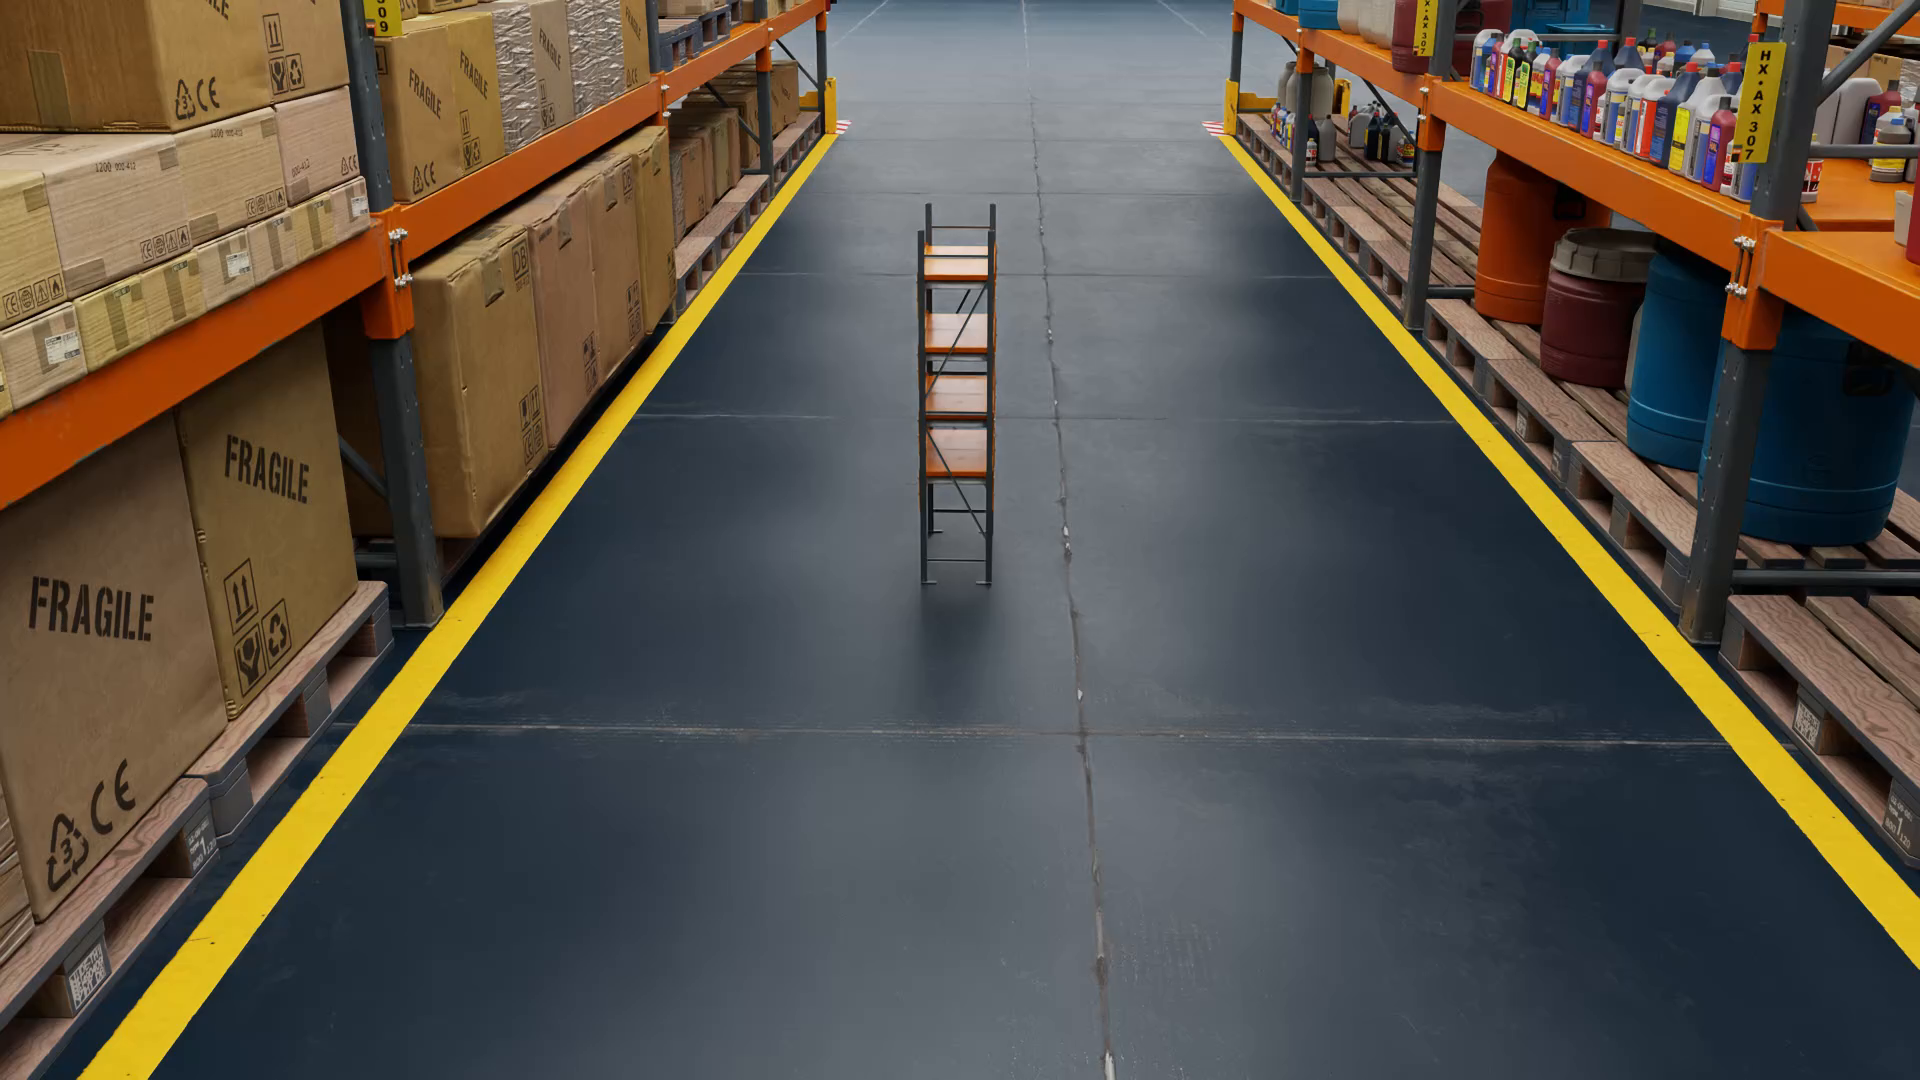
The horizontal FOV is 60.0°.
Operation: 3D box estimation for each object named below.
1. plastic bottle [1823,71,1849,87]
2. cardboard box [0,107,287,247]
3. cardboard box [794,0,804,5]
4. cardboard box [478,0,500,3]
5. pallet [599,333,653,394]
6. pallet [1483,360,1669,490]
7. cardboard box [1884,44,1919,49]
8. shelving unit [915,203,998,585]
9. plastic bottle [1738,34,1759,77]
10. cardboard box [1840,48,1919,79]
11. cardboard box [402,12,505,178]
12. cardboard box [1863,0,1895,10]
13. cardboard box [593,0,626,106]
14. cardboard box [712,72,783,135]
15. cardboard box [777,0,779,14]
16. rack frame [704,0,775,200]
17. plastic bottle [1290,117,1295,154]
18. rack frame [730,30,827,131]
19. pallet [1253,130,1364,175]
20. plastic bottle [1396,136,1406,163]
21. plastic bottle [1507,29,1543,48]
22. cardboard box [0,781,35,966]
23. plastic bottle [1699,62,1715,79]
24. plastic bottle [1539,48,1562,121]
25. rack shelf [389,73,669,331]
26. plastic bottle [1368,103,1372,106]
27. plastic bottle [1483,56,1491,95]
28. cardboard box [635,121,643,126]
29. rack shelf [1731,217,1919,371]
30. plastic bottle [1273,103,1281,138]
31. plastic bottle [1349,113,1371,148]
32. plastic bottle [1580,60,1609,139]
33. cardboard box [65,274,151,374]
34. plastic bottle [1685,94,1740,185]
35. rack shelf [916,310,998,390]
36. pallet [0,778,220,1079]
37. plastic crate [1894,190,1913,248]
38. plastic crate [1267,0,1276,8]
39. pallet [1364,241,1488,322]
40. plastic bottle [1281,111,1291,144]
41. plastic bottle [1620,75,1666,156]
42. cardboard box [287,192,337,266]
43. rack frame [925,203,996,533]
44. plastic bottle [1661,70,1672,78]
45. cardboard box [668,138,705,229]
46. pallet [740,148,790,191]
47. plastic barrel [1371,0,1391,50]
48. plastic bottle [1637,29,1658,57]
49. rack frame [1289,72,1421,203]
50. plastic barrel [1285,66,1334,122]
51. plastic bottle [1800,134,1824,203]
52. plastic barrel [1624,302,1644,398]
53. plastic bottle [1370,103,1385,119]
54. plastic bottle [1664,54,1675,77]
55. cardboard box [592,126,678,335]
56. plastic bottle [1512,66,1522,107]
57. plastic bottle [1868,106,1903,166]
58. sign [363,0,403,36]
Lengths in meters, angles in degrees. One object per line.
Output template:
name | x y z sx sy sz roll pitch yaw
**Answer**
plastic bottle | 3.207 -1.607 6.195 0.152 0.276 0.135 1 21 2
cardboard box | -1.939 -0.856 3.885 0.500 0.250 0.500 1 21 3
cardboard box | -1.552 -4.710 14.369 0.380 0.149 0.250 1 21 2
cardboard box | -2.127 -2.355 6.428 0.797 0.503 0.637 1 21 3
pallet | -2.152 -0.999 8.312 1.003 0.211 1.213 1 21 2
pallet | 2.876 -0.503 7.035 1.003 0.211 1.213 1 21 2
cardboard box | 8.358 -4.070 14.556 0.500 0.500 0.500 1 21 2
shelving unit | -0.005 -0.500 5.658 0.258 1.200 0.503 1 21 2
plastic bottle | 3.231 -1.885 6.808 0.144 0.351 0.185 1 21 2
cardboard box | 7.806 -3.895 14.106 0.500 0.500 0.500 1 21 2
cardboard box | -1.896 -1.529 5.685 0.500 0.500 0.500 1 21 2
cardboard box | 8.021 -4.684 13.815 0.700 0.500 0.500 1 21 3
cardboard box | -1.841 -2.269 7.591 0.500 0.500 0.500 0 21 1
cardboard box | -1.867 -3.838 14.649 0.500 0.500 0.500 3 21 7
cardboard box | -1.623 -4.168 12.971 0.380 0.149 0.250 1 21 2
rack frame | -1.931 -4.030 12.268 1.000 3.000 0.127 1 21 2
plastic bottle | 2.721 -3.279 13.479 0.061 0.283 0.133 2 21 5
rack frame | -1.809 -5.476 15.995 1.000 3.000 0.127 1 21 2
pallet | 3.116 -3.360 14.396 1.003 0.211 1.213 1 21 2
plastic bottle | 3.474 -3.060 13.028 0.097 0.201 0.097 0 21 0
plastic bottle | 2.714 -2.317 8.024 0.152 0.276 0.135 1 21 2
cardboard box | -2.329 0.543 2.841 0.875 0.875 0.875 1 21 2
plastic bottle | 3.269 -1.984 7.271 0.097 0.201 0.097 0 21 0
plastic bottle | 2.481 -1.904 6.952 0.061 0.283 0.133 1 21 2
rack shelf | -2.113 -1.525 6.807 1.077 0.370 4.000 1 21 2
plastic bottle | 3.539 -3.649 14.433 0.061 0.283 0.133 1 21 3
plastic bottle | 2.528 -2.207 7.844 0.097 0.201 0.097 0 21 0
cardboard box | -2.062 -2.215 9.403 0.500 0.250 0.500 1 21 4
rack shelf | 2.716 -0.024 2.939 1.077 0.370 4.000 1 21 2
plastic bottle | 2.750 -3.626 14.376 0.061 0.283 0.133 1 21 3
plastic bottle | 3.329 -3.412 13.834 0.152 0.276 0.135 1 21 2
plastic bottle | 2.464 -1.705 6.439 0.061 0.283 0.133 1 21 2
cardboard box | -1.895 -0.442 3.368 0.380 0.149 0.250 0 21 1
plastic bottle | 2.477 -1.303 5.412 0.152 0.276 0.135 1 21 2
rack shelf | -0.005 -0.645 5.601 0.258 0.148 0.480 1 21 2
pallet | -2.310 0.879 3.471 1.003 0.211 1.213 1 21 2
plastic crate | 2.620 -0.821 4.280 0.396 0.136 0.243 1 21 2
plastic crate | 2.816 -4.442 13.695 0.530 0.136 0.437 1 21 2
pallet | 2.961 -1.509 9.625 1.003 0.211 1.213 1 21 2
plastic bottle | 2.755 -3.469 13.987 0.097 0.271 0.097 0 21 0
plastic bottle | 2.496 -1.534 6.007 0.152 0.276 0.135 1 21 2
cardboard box | -1.864 -0.813 4.325 0.380 0.149 0.250 1 21 3
rack frame | 0.002 -0.588 5.885 0.240 1.200 0.015 1 21 2
plastic bottle | 2.628 -1.621 6.238 0.097 0.271 0.097 0 21 0
cardboard box | -2.038 -2.271 10.584 0.700 0.500 0.500 2 21 6
pallet | -1.946 -2.973 13.399 1.003 0.211 1.213 1 21 2
plastic barrel | 2.736 -3.273 10.131 0.433 0.535 0.433 0 21 0
plastic bottle | 3.312 -2.324 8.032 0.061 0.283 0.133 1 21 2
rack frame | 3.020 -3.975 12.127 1.000 3.000 0.127 1 21 2
plastic barrel | 3.183 -4.037 15.146 0.421 0.512 0.421 0 21 0
plastic bottle | 2.591 -1.141 5.099 0.097 0.201 0.097 0 21 0
plastic barrel | 2.938 -0.774 6.737 0.421 0.512 0.421 0 21 0
plastic bottle | 3.478 -3.455 13.839 0.144 0.351 0.185 0 21 1
plastic bottle | 3.281 -2.125 7.634 0.097 0.201 0.097 0 21 0
cardboard box | -2.094 -1.539 8.206 1.225 0.875 0.875 0 21 -1
plastic bottle | 2.513 -2.026 7.379 0.097 0.201 0.097 0 21 0
plastic bottle | 3.219 -1.398 5.759 0.097 0.201 0.097 0 21 0
sign | -1.619 -1.572 4.628 0.100 0.325 0.005 1 21 2
